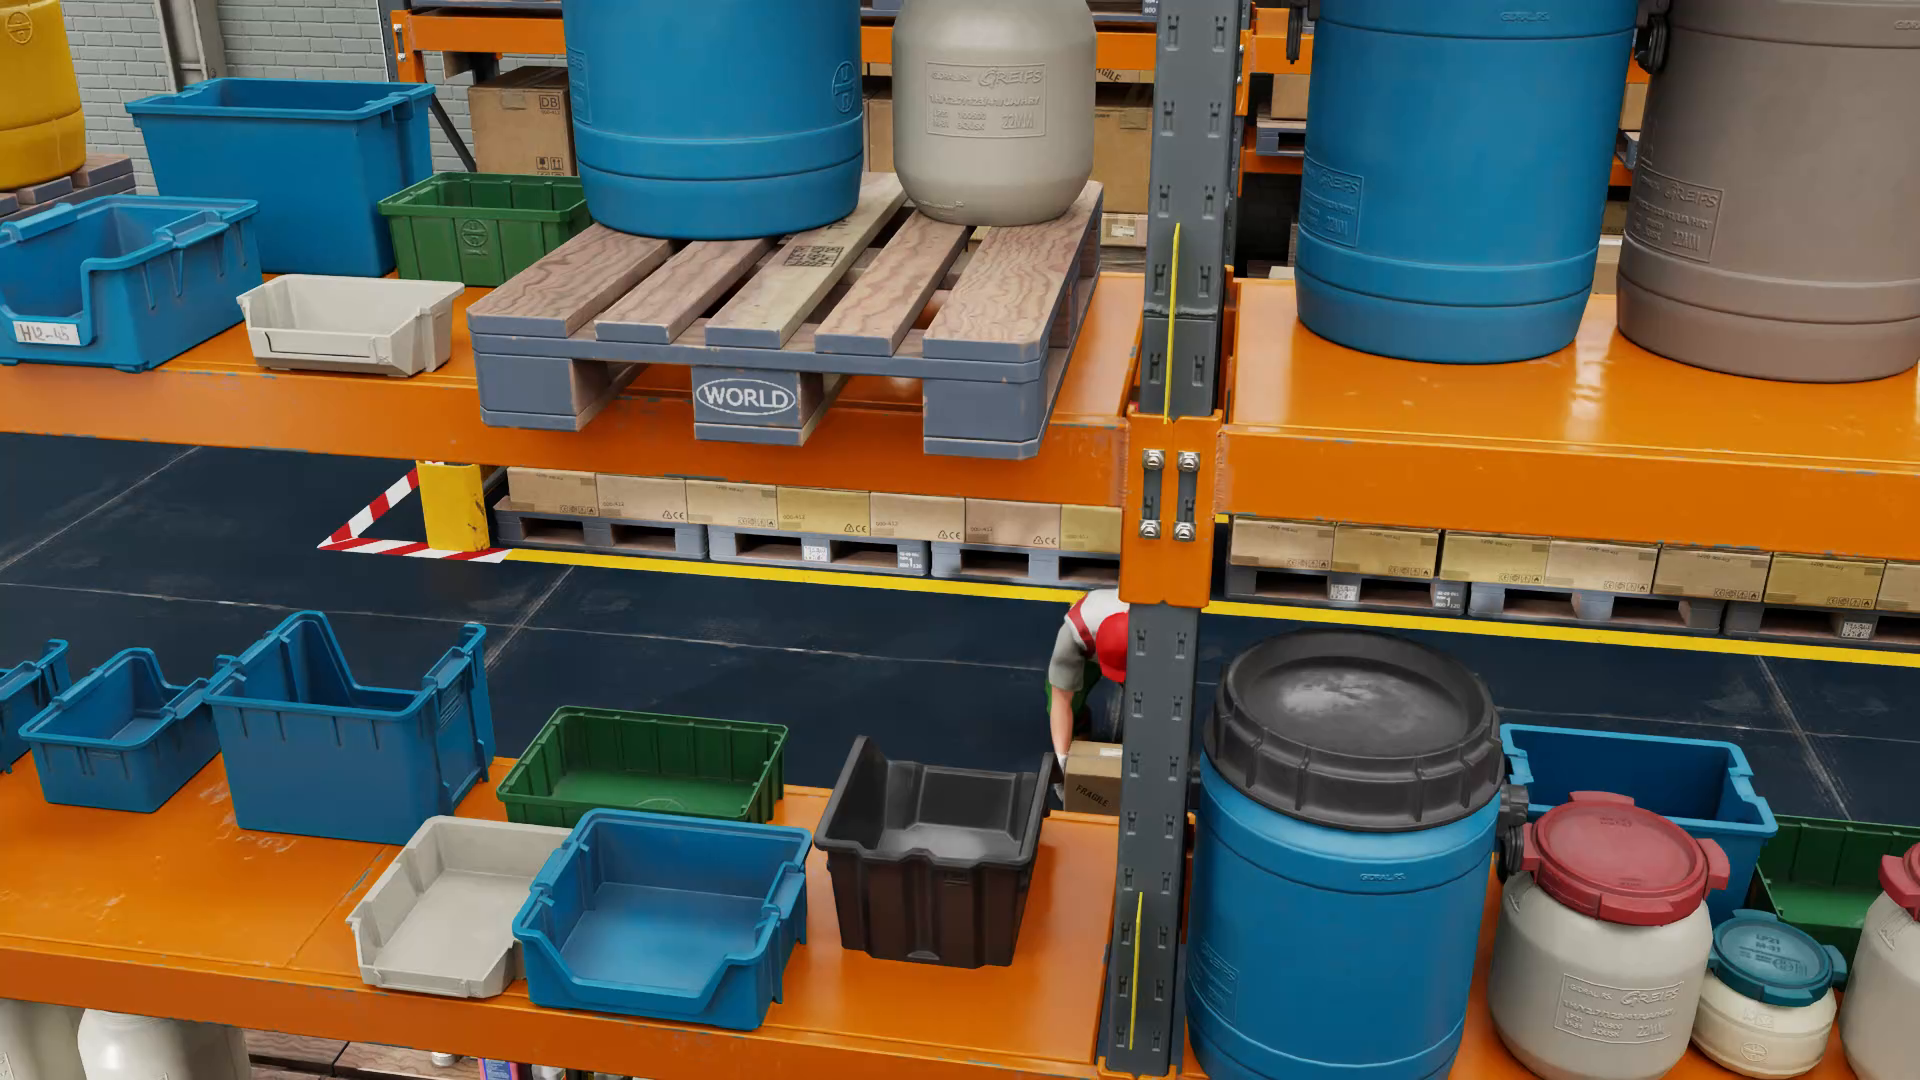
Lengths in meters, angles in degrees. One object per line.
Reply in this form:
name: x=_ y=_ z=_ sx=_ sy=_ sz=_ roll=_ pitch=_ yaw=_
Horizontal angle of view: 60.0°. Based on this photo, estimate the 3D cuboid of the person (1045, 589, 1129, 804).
person: x=0.641 y=0.558 z=6.927 sx=0.571 sy=0.906 sz=0.887 roll=4 pitch=25 yaw=9
